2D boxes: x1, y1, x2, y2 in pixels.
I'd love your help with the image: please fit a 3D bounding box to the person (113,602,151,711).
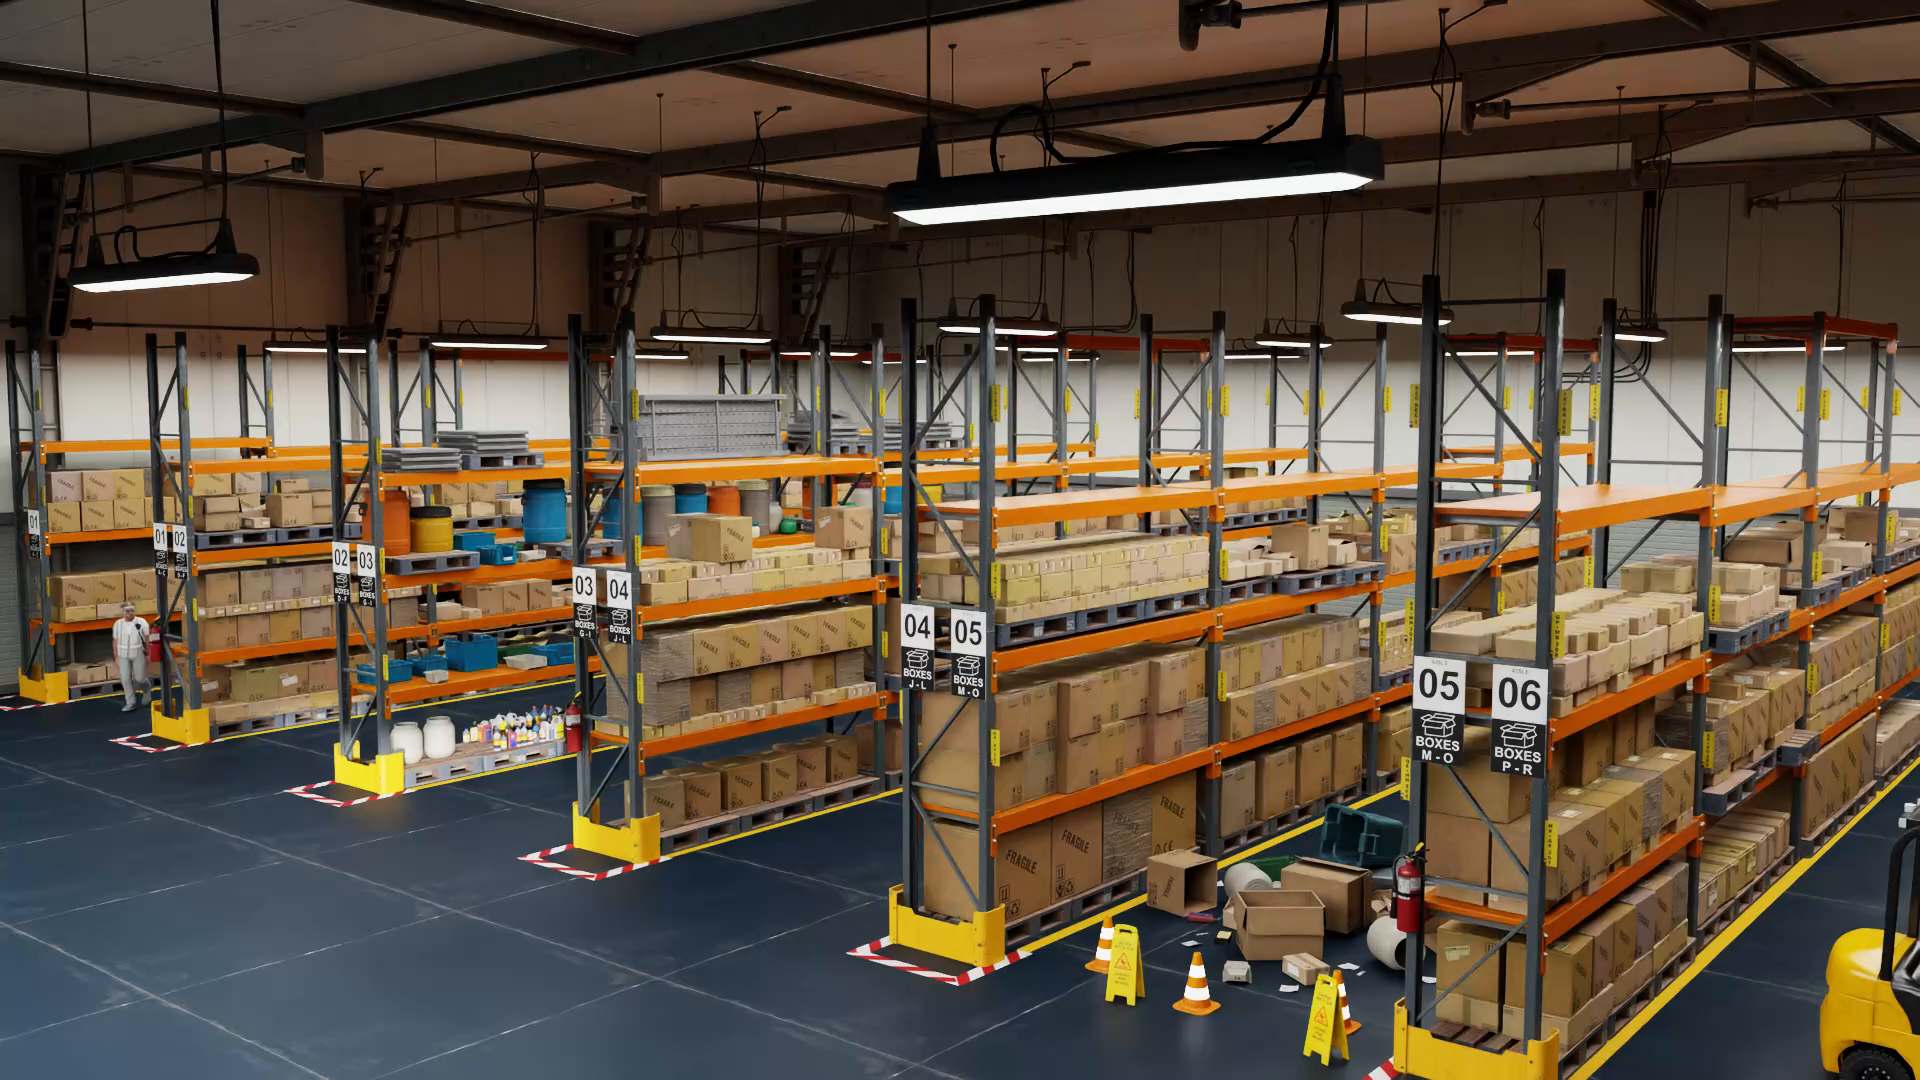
[{"bbox_3d":[-13.371,1.852,26.877,0.531,1.754,0.637,-1,5,-8],"label":"person"}]
